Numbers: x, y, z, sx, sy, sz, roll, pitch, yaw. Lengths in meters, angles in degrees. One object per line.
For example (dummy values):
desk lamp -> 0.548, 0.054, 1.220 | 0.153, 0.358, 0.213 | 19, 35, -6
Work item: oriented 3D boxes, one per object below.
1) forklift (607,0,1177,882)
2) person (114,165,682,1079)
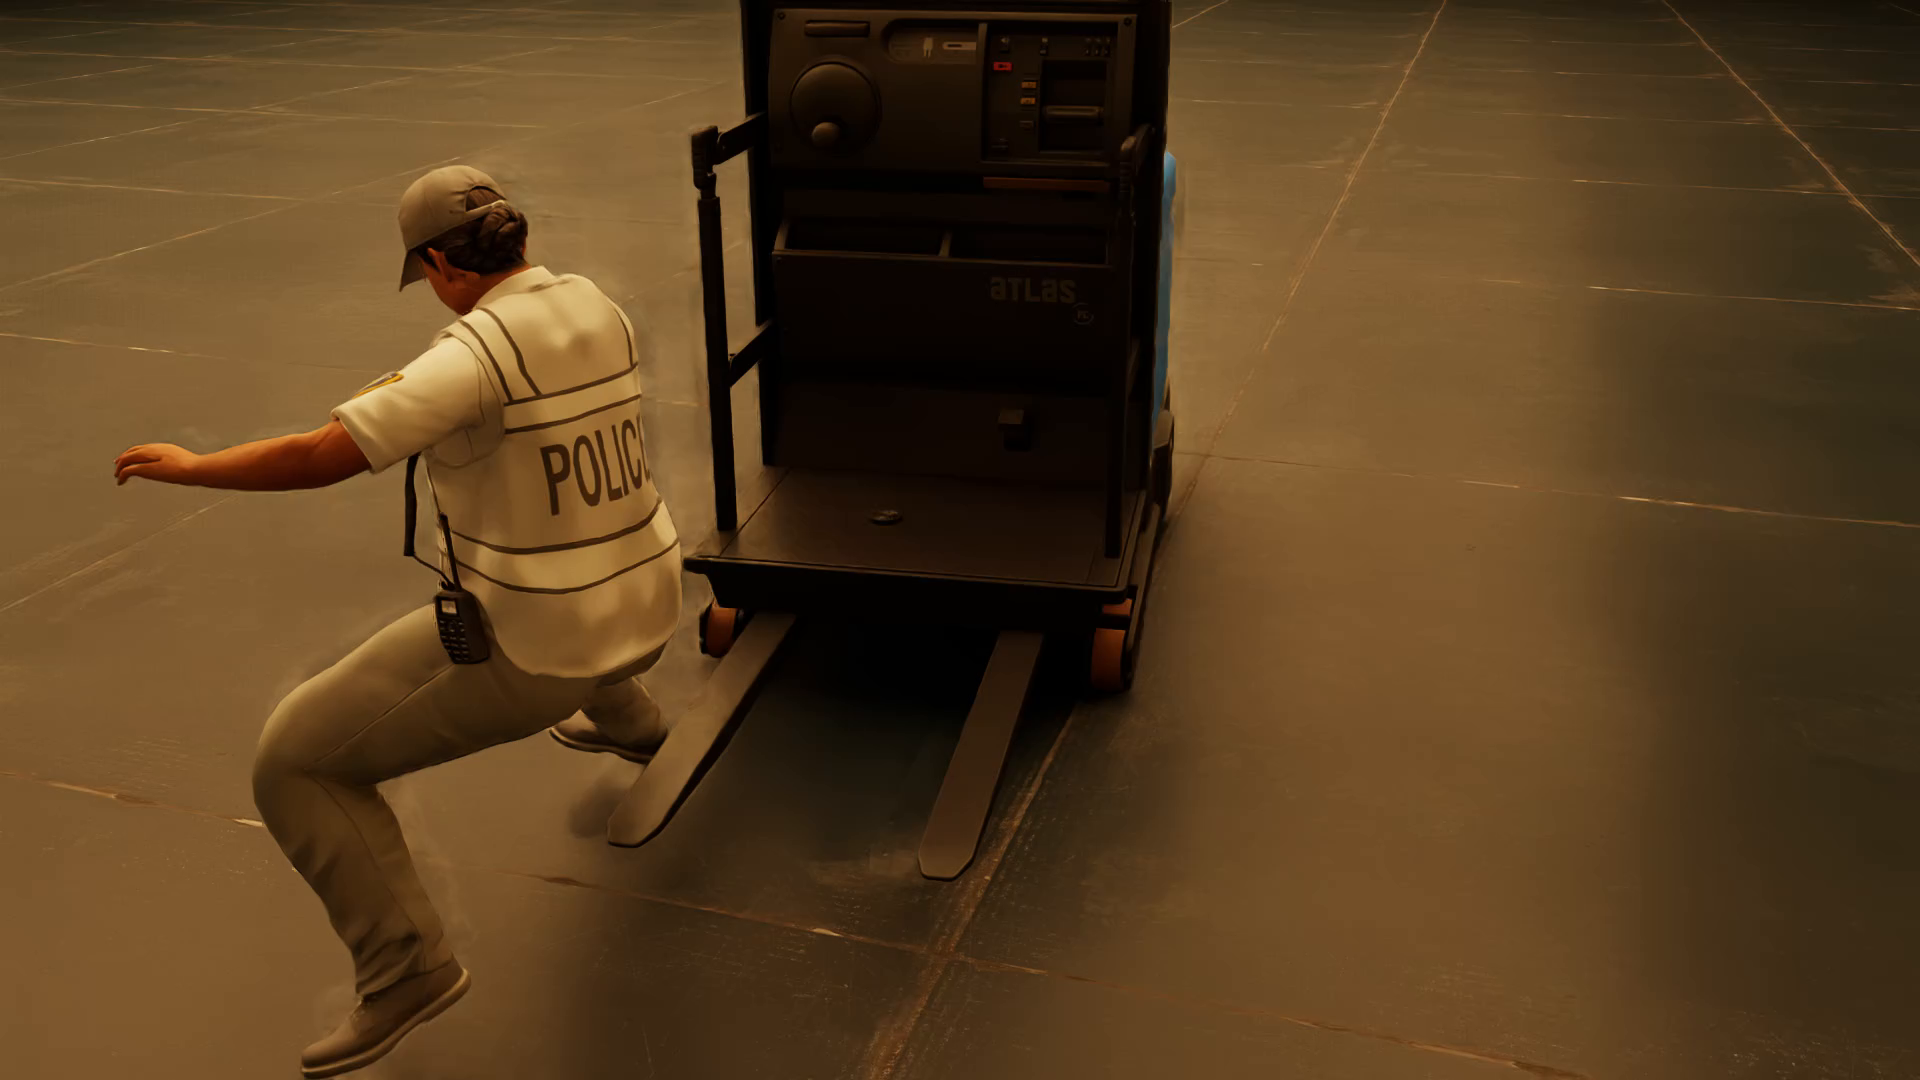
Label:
forklift -> -0.063, -1.120, 3.992 | 1.130, 2.935, 3.031 | 4, 23, 10
person -> -0.856, 0.056, 2.964 | 0.685, 1.422, 1.129 | 12, 25, 26
